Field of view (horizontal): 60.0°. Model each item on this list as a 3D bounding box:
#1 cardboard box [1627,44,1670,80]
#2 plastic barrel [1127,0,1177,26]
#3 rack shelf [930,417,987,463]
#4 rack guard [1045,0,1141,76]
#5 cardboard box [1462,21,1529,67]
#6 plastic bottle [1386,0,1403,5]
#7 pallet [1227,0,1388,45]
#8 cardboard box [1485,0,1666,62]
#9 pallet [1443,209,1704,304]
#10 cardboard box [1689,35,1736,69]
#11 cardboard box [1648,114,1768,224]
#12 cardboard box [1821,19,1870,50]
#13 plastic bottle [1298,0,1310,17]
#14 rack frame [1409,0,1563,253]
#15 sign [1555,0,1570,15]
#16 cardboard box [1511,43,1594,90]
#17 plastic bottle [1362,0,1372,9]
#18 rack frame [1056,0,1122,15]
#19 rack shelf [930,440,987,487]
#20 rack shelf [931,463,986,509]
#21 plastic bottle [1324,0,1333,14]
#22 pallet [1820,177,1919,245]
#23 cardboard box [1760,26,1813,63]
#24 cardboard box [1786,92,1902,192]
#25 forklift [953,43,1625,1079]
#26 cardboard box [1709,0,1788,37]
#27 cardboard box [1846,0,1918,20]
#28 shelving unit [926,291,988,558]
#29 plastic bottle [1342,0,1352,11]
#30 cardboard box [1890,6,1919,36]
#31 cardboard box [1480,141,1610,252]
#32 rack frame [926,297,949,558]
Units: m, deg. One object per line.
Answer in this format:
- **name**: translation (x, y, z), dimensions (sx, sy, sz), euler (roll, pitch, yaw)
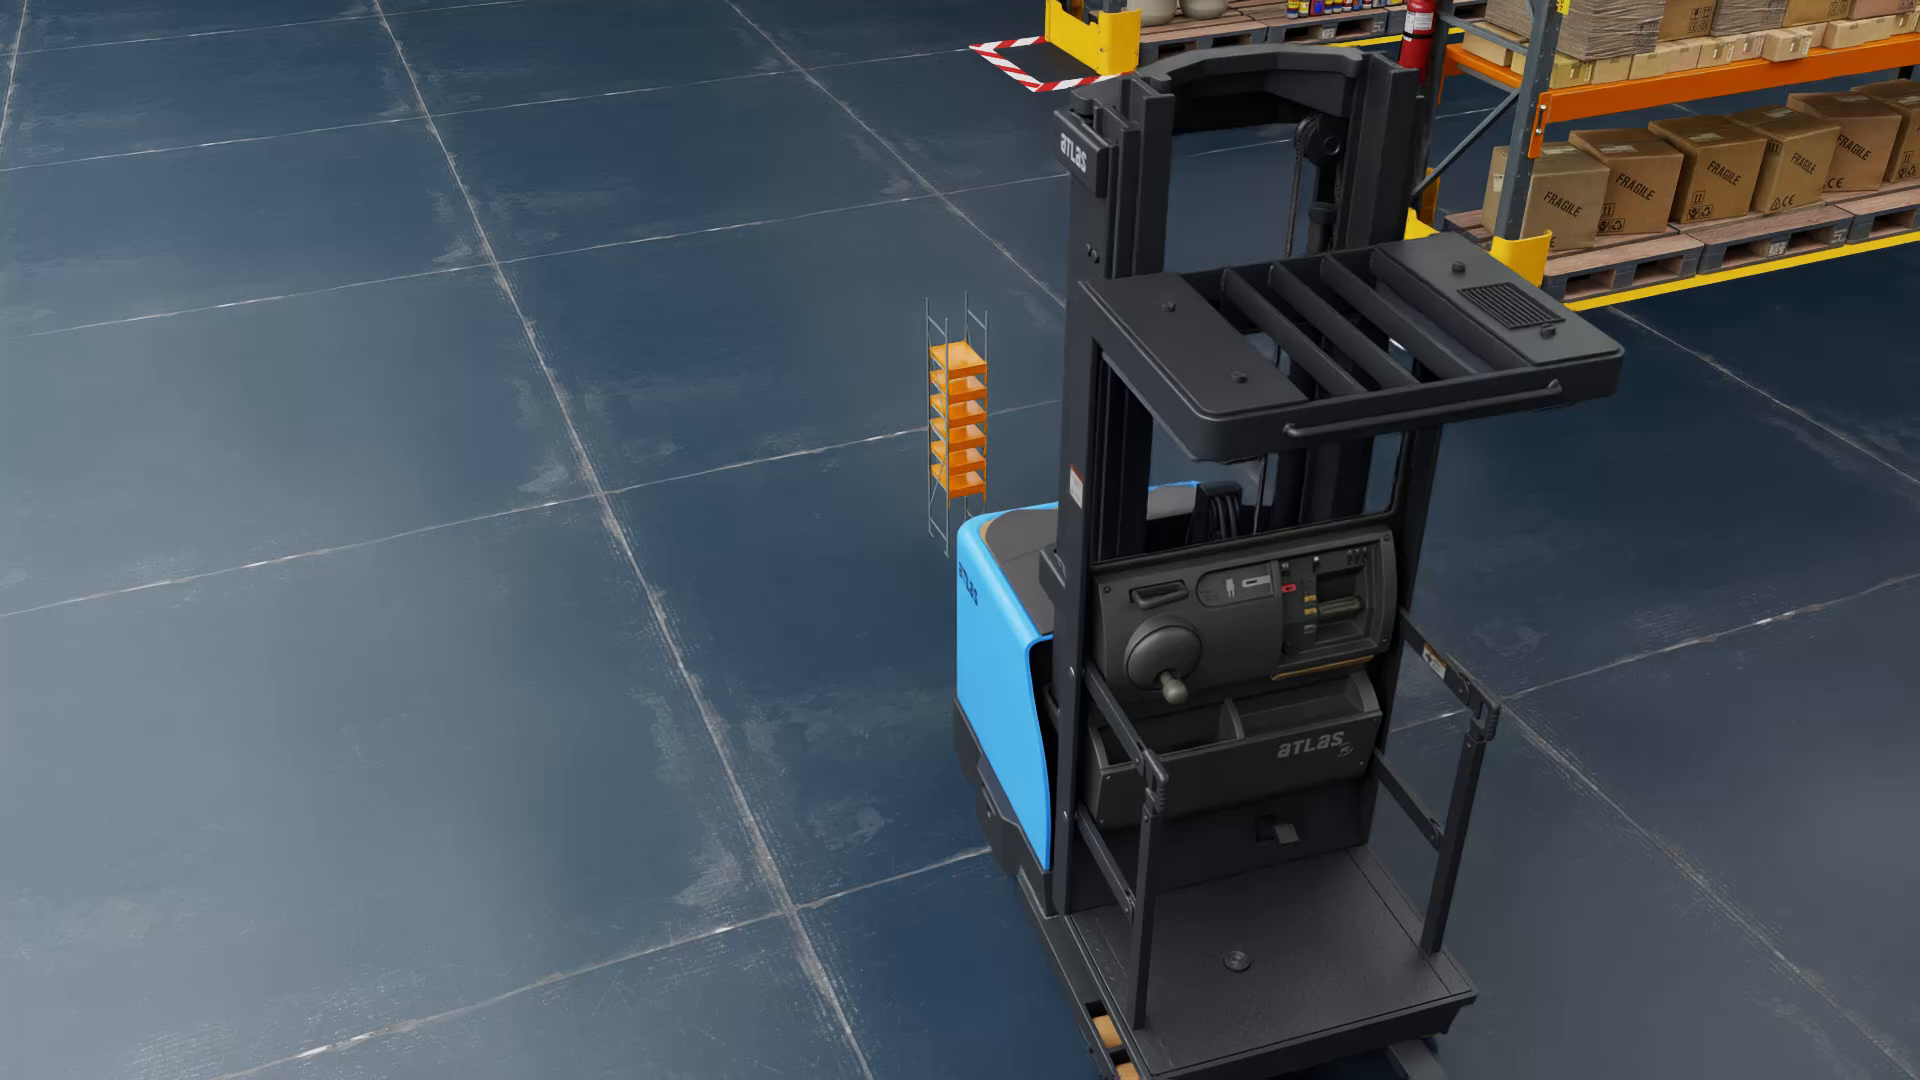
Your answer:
- **cardboard box**: translation (3.795, -2.757, 9.468), dimensions (0.250, 0.149, 0.380), euler (-13, 35, -19)
- **plastic barrel**: translation (1.626, -4.635, 14.019), dimensions (0.421, 0.512, 0.421), euler (0, 33, 0)
- **rack shelf**: translation (-0.013, -0.463, 7.442), dimensions (0.180, 0.103, 0.258), euler (-13, 35, -19)
- **rack guard**: translation (1.100, -4.316, 13.926), dimensions (0.348, 0.500, 1.175), euler (-13, 35, -19)
- **cardboard box**: translation (3.149, -2.893, 9.676), dimensions (0.250, 0.149, 0.380), euler (-13, 35, -19)
- **plastic bottle**: translation (3.780, -4.853, 14.484), dimensions (0.185, 0.351, 0.144), euler (-13, 35, -19)
- **pallet**: translation (2.975, -4.620, 14.656), dimensions (1.213, 0.211, 1.003), euler (-13, 35, -19)
- **cardboard box**: translation (3.484, -3.103, 9.404), dimensions (0.500, 0.500, 0.875), euler (-13, 35, -19)
- **pallet**: translation (3.799, -1.835, 10.376), dimensions (1.213, 0.211, 1.003), euler (-13, 35, -19)
- **cardboard box**: translation (4.251, -2.870, 9.640), dimensions (0.250, 0.149, 0.380), euler (-13, 35, -19)
- **cardboard box**: translation (4.671, -2.352, 10.521), dimensions (0.500, 0.500, 0.500), euler (-10, 34, -14)
- **cardboard box**: translation (5.181, -3.071, 9.949), dimensions (0.250, 0.149, 0.380), euler (-13, 35, -19)
- **plastic bottle**: translation (2.936, -4.584, 14.207), dimensions (0.097, 0.201, 0.097), euler (0, 33, 0)
- **rack frame**: translation (2.966, -2.834, 9.355), dimensions (0.127, 3.000, 1.000), euler (-13, 35, -19)
- **sign**: translation (3.176, -2.924, 8.700), dimensions (0.005, 0.325, 0.100), euler (-13, 35, -19)
- **cardboard box**: translation (3.321, -2.669, 9.332), dimensions (0.250, 0.149, 0.380), euler (-13, 35, -19)
- **plastic bottle**: translation (3.530, -4.720, 14.416), dimensions (0.097, 0.201, 0.097), euler (0, 33, 0)
- **rack frame**: translation (1.049, -5.325, 13.183), dimensions (0.127, 3.000, 1.000), euler (-13, 35, -19)
- **rack shelf**: translation (-0.013, -0.362, 7.508), dimensions (0.180, 0.103, 0.258), euler (-13, 35, -19)
- **rack shelf**: translation (-0.013, -0.261, 7.573), dimensions (0.180, 0.103, 0.258), euler (-13, 35, -19)
- **plastic bottle**: translation (3.157, -4.664, 14.266), dimensions (0.097, 0.271, 0.097), euler (0, 33, 0)
- **pallet**: translation (6.049, -2.350, 11.168), dimensions (1.213, 0.211, 1.003), euler (-13, 35, -19)
- **cardboard box**: translation (4.742, -2.937, 9.744), dimensions (0.250, 0.149, 0.380), euler (-13, 35, -19)
- **cardboard box**: translation (5.745, -2.618, 10.930), dimensions (0.500, 0.500, 0.500), euler (-2, 33, -4)
- **forklift**: translation (0.905, 0.277, 4.637), dimensions (1.130, 2.935, 3.031), euler (-10, 34, -15)
- **cardboard box**: translation (4.376, -3.353, 9.788), dimensions (0.500, 0.500, 0.875), euler (-13, 35, -19)
- **cardboard box**: translation (5.319, -3.537, 10.071), dimensions (0.500, 0.500, 0.875), euler (-13, 35, -19)
- **shelving unit**: translation (-0.013, -0.500, 7.418), dimensions (0.189, 1.200, 0.258), euler (-13, 35, -19)
- **plastic bottle**: translation (3.340, -4.676, 14.349), dimensions (0.097, 0.201, 0.097), euler (0, 33, 0)
- **cardboard box**: translation (5.613, -3.214, 10.170), dimensions (0.250, 0.149, 0.380), euler (-13, 35, -19)
- **cardboard box**: translation (3.548, -2.086, 10.112), dimensions (0.500, 0.500, 0.500), euler (-7, 34, -10)
- **rack frame**: translation (-0.098, -0.481, 7.388), dimensions (0.006, 1.200, 0.240), euler (-13, 35, -19)
